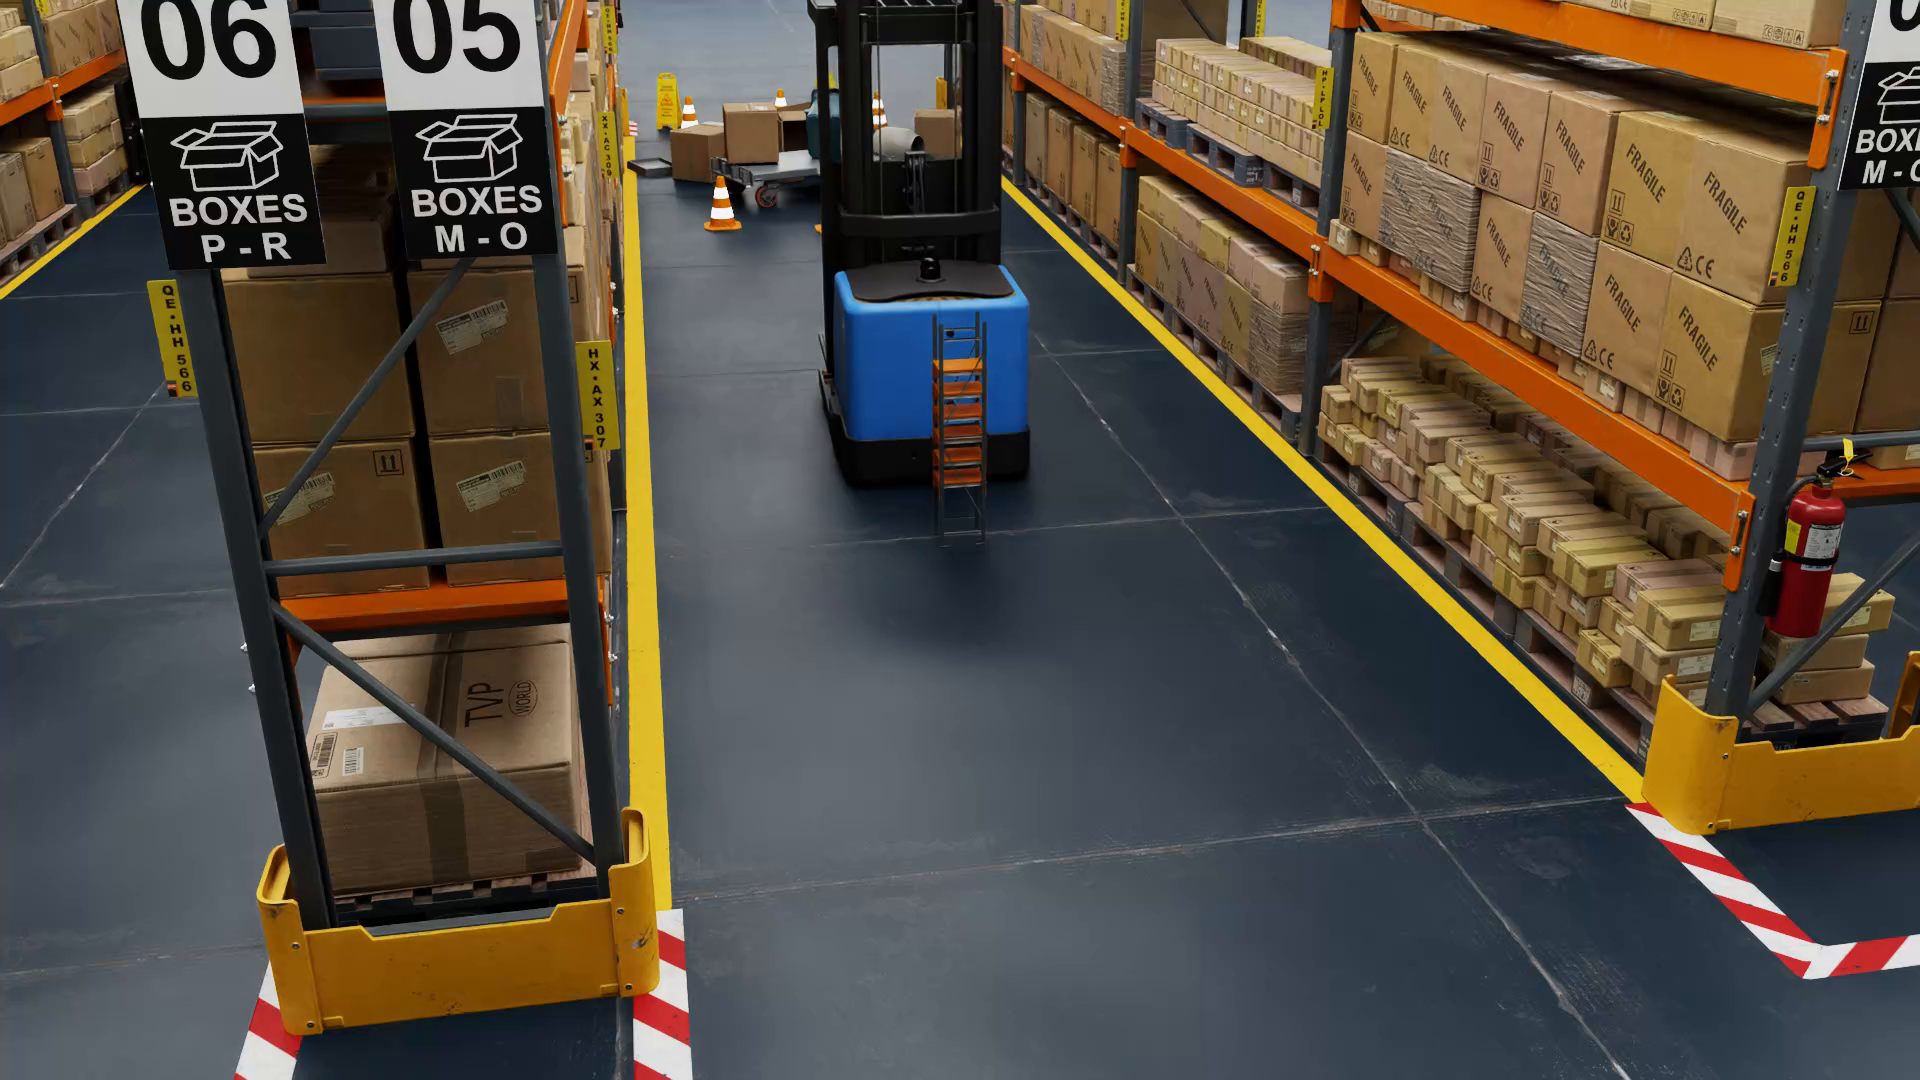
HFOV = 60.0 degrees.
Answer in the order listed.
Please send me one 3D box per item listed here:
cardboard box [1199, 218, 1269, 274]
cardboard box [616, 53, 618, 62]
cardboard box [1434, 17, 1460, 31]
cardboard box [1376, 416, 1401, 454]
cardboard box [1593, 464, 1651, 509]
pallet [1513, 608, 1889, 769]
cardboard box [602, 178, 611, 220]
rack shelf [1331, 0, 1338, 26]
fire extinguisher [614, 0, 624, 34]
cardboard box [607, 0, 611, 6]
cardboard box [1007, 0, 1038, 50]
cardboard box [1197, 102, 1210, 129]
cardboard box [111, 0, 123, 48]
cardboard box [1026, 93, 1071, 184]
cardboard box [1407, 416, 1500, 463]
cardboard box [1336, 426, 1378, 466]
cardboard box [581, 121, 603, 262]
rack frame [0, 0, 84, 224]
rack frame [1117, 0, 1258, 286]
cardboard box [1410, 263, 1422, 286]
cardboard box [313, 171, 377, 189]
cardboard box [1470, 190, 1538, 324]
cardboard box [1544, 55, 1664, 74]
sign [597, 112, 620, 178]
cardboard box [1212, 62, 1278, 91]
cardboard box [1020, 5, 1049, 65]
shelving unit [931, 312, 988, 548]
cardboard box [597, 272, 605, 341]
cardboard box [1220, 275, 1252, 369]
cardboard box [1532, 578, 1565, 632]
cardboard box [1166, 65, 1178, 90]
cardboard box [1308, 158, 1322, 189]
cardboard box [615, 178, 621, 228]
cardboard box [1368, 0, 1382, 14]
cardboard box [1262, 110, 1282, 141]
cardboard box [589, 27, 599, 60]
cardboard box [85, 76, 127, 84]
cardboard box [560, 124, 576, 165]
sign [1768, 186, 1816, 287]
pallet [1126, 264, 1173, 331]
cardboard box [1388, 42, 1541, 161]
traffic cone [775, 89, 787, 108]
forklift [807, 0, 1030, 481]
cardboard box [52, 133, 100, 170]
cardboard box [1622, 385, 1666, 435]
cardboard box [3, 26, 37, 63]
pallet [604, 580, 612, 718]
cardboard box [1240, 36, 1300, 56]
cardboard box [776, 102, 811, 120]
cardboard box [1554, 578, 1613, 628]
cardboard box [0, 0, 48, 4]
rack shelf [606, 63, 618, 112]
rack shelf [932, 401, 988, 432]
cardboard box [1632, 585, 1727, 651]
[{"bbox_3d":[1.943,-1.994,11.229,0.500,0.250,0.500,-5,24,-12],"label":"cardboard box"},{"bbox_3d":[-4.004,-5.371,18.464,0.380,0.149,0.250,-4,24,-8],"label":"cardboard box"},{"bbox_3d":[5.428,-5.633,18.213,0.380,0.149,0.250,-4,24,-10],"label":"cardboard box"},{"bbox_3d":[2.491,-0.589,9.017,0.380,0.149,0.250,-4,24,-10],"label":"cardboard box"},{"bbox_3d":[3.237,-0.252,7.873,0.380,0.149,0.250,-4,24,-9],"label":"cardboard box"},{"bbox_3d":[3.133,0.580,7.158,1.003,0.211,1.213,-4,24,-10],"label":"pallet"},{"bbox_3d":[-2.127,-1.867,8.840,0.500,0.250,0.500,-5,24,-11],"label":"cardboard box"},{"bbox_3d":[2.153,-3.751,10.741,1.077,0.370,4.000,-4,24,-10],"label":"rack shelf"},{"bbox_3d":[-4.110,-6.277,19.470,0.296,0.674,0.183,-4,24,-10],"label":"fire extinguisher"},{"bbox_3d":[-3.610,-5.036,16.035,0.500,0.500,0.500,-4,24,-10],"label":"cardboard box"},{"bbox_3d":[0.964,-5.279,16.901,0.875,0.550,0.550,-4,24,-10],"label":"cardboard box"},{"bbox_3d":[1.871,-2.957,11.561,0.380,0.149,0.250,-4,24,-8],"label":"cardboard box"},{"bbox_3d":[-8.888,-5.330,17.080,0.500,0.500,0.500,-5,24,-11],"label":"cardboard box"},{"bbox_3d":[1.247,-3.990,16.424,1.050,0.750,0.750,-4,24,-10],"label":"cardboard box"},{"bbox_3d":[2.508,-0.511,8.467,0.380,0.149,0.250,-4,24,-9],"label":"cardboard box"},{"bbox_3d":[2.324,-0.533,9.261,0.380,0.149,0.250,-4,24,-8],"label":"cardboard box"},{"bbox_3d":[-1.775,-1.452,6.953,0.500,0.500,0.500,-4,24,-9],"label":"cardboard box"},{"bbox_3d":[-8.680,-4.291,14.827,1.000,3.000,0.127,-4,24,-10],"label":"rack frame"},{"bbox_3d":[1.783,-3.492,12.999,1.000,3.000,0.127,-4,24,-10],"label":"rack frame"},{"bbox_3d":[2.520,-1.364,8.439,0.380,0.149,0.250,-5,24,-12],"label":"cardboard box"},{"bbox_3d":[-2.047,-1.061,5.246,0.380,0.149,0.250,-5,24,-10],"label":"cardboard box"},{"bbox_3d":[2.651,-1.284,7.446,0.500,0.500,0.500,-3,24,-7],"label":"cardboard box"},{"bbox_3d":[3.057,-1.989,7.811,0.500,0.500,0.500,-4,24,-8],"label":"cardboard box"},{"bbox_3d":[-1.778,-1.988,8.373,0.100,0.325,0.005,-4,24,-10],"label":"sign"},{"bbox_3d":[1.923,-3.129,11.213,0.380,0.149,0.250,-4,24,-8],"label":"cardboard box"},{"bbox_3d":[0.876,-4.885,16.062,0.500,0.500,0.500,-4,24,-9],"label":"cardboard box"},{"bbox_3d":[-0.003,-0.556,8.523,0.258,1.200,0.189,-4,24,-10],"label":"shelving unit"},{"bbox_3d":[-1.696,-0.790,6.685,0.500,0.500,0.500,-4,24,-8],"label":"cardboard box"},{"bbox_3d":[2.044,-1.440,10.898,0.500,0.500,0.500,-5,24,-11],"label":"cardboard box"},{"bbox_3d":[2.791,0.277,7.406,0.380,0.149,0.250,-4,24,-9],"label":"cardboard box"},{"bbox_3d":[1.728,-3.395,12.192,0.380,0.149,0.250,-3,24,-7],"label":"cardboard box"},{"bbox_3d":[2.255,-2.138,9.687,0.380,0.149,0.250,-5,24,-11],"label":"cardboard box"},{"bbox_3d":[-3.436,-2.886,14.368,0.950,0.372,0.625,-4,24,-8],"label":"cardboard box"},{"bbox_3d":[5.141,-6.426,20.028,0.380,0.149,0.250,-4,24,-10],"label":"cardboard box"},{"bbox_3d":[2.108,-2.583,10.334,0.380,0.149,0.250,-5,24,-11],"label":"cardboard box"},{"bbox_3d":[-2.435,-2.810,10.061,0.500,0.500,0.500,-5,24,-11],"label":"cardboard box"},{"bbox_3d":[-8.824,-4.699,17.422,0.500,0.250,0.500,-4,24,-9],"label":"cardboard box"},{"bbox_3d":[-1.602,-1.412,6.052,0.380,0.149,0.250,-4,24,-9],"label":"cardboard box"},{"bbox_3d":[2.714,-0.988,5.423,0.100,0.325,0.005,-4,24,-10],"label":"sign"},{"bbox_3d":[1.926,-1.907,12.853,1.003,0.211,1.213,-4,24,-10],"label":"pallet"},{"bbox_3d":[2.478,-2.161,8.205,0.500,0.500,0.500,-5,24,-11],"label":"cardboard box"},{"bbox_3d":[-2.167,-5.213,20.107,0.336,0.463,0.334,-4,24,-10],"label":"traffic cone"},{"bbox_3d":[-0.329,-2.233,10.201,1.130,2.935,3.031,-3,24,-8],"label":"forklift"},{"bbox_3d":[-8.466,-3.665,15.681,0.500,0.250,0.500,-4,24,-10],"label":"cardboard box"},{"bbox_3d":[2.854,-0.536,6.543,0.380,0.149,0.250,-5,24,-10],"label":"cardboard box"},{"bbox_3d":[-8.338,-4.277,14.358,0.500,0.250,0.500,-5,24,-11],"label":"cardboard box"},{"bbox_3d":[-2.030,0.551,7.225,1.003,0.211,1.213,-4,24,-10],"label":"pallet"},{"bbox_3d":[2.325,-3.684,12.482,0.380,0.149,0.250,-5,24,-12],"label":"cardboard box"},{"bbox_3d":[-1.729,-4.585,18.620,0.637,0.503,0.797,18,29,36],"label":"cardboard box"},{"bbox_3d":[2.787,0.241,7.116,0.380,0.149,0.250,-5,24,-12],"label":"cardboard box"},{"bbox_3d":[-8.447,-4.918,14.955,0.380,0.149,0.250,-4,24,-9],"label":"cardboard box"},{"bbox_3d":[-3.432,-3.543,14.014,1.077,0.370,4.000,-4,24,-10],"label":"rack shelf"},{"bbox_3d":[-0.003,-0.625,8.493,0.258,0.103,0.180,-4,24,-10],"label":"rack shelf"},{"bbox_3d":[2.916,0.306,6.595,0.380,0.149,0.250,-4,24,-9],"label":"cardboard box"}]
